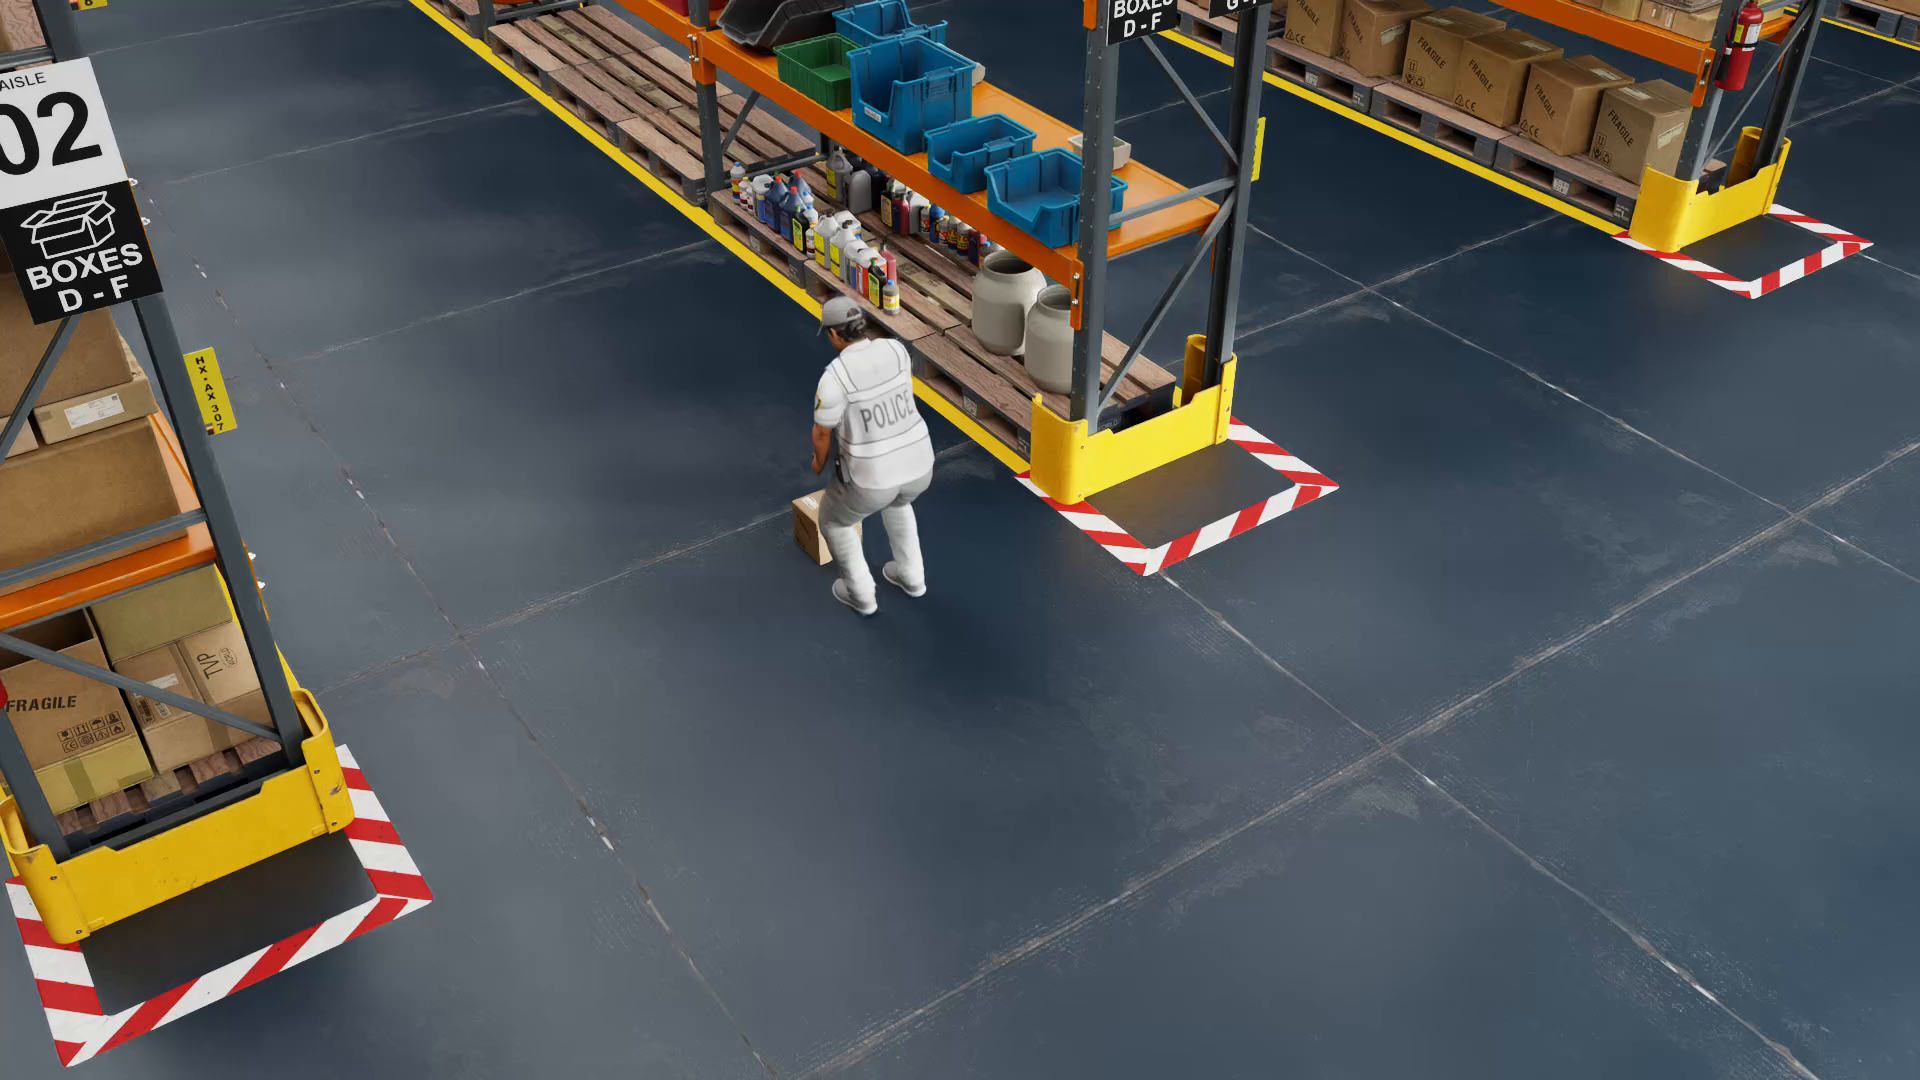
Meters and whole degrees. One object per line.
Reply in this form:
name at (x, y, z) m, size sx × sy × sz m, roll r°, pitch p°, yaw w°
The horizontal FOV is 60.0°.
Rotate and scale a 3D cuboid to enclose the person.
person at (-0.423, -0.357, 7.595) m, size 0.519 × 1.541 × 0.591 m, roll -22°, pitch 42°, yaw -27°
